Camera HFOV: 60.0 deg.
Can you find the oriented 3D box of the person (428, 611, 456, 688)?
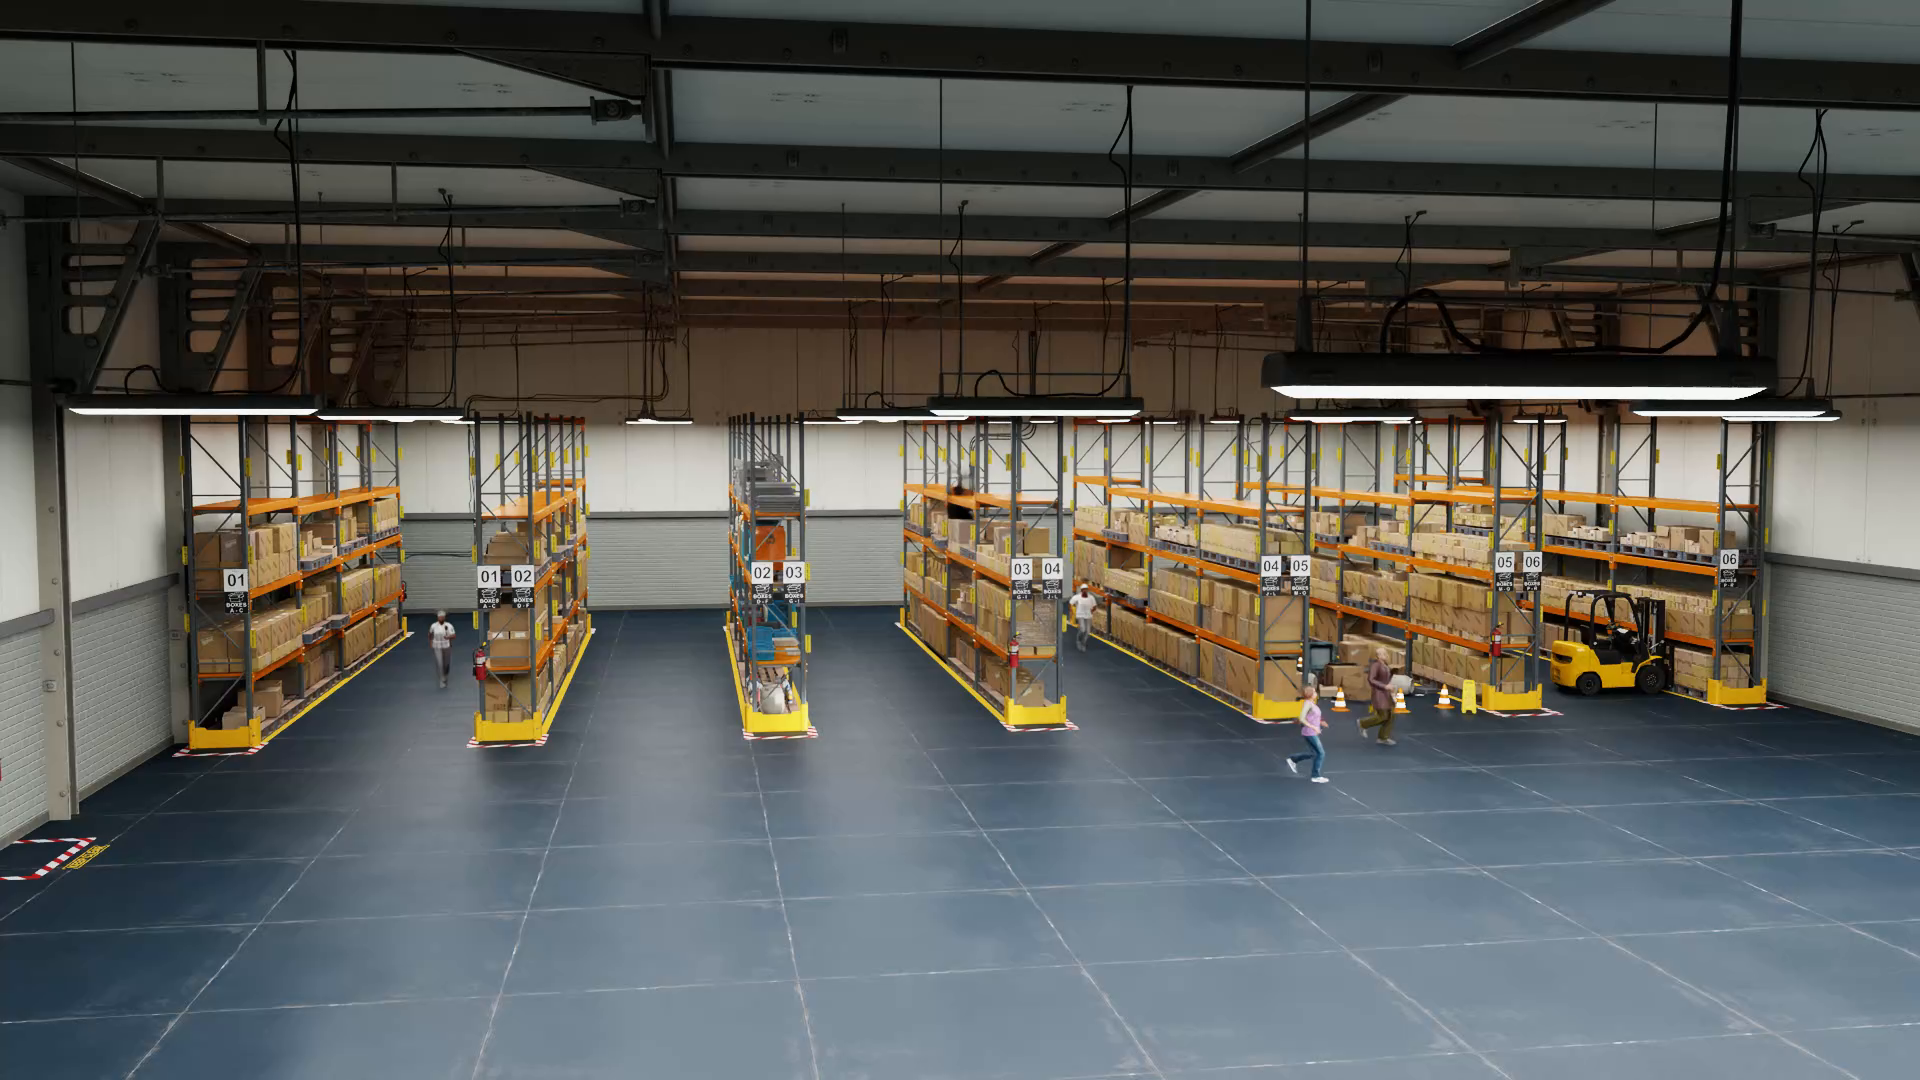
[{"bbox_3d":[-11.385,2.373,36.567,0.576,1.678,0.892,-1,4,-18],"label":"person"}]

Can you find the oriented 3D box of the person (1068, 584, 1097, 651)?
[{"bbox_3d":[3.155,1.976,42.205,0.683,1.724,0.634,-1,4,-14],"label":"person"}]

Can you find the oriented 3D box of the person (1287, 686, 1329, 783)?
[{"bbox_3d":[5.604,3.122,26.790,0.680,1.553,0.542,1,4,19],"label":"person"}]

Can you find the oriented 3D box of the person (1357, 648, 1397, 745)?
[{"bbox_3d":[7.562,2.809,30.032,0.744,1.736,0.708,3,5,36],"label":"person"}]
